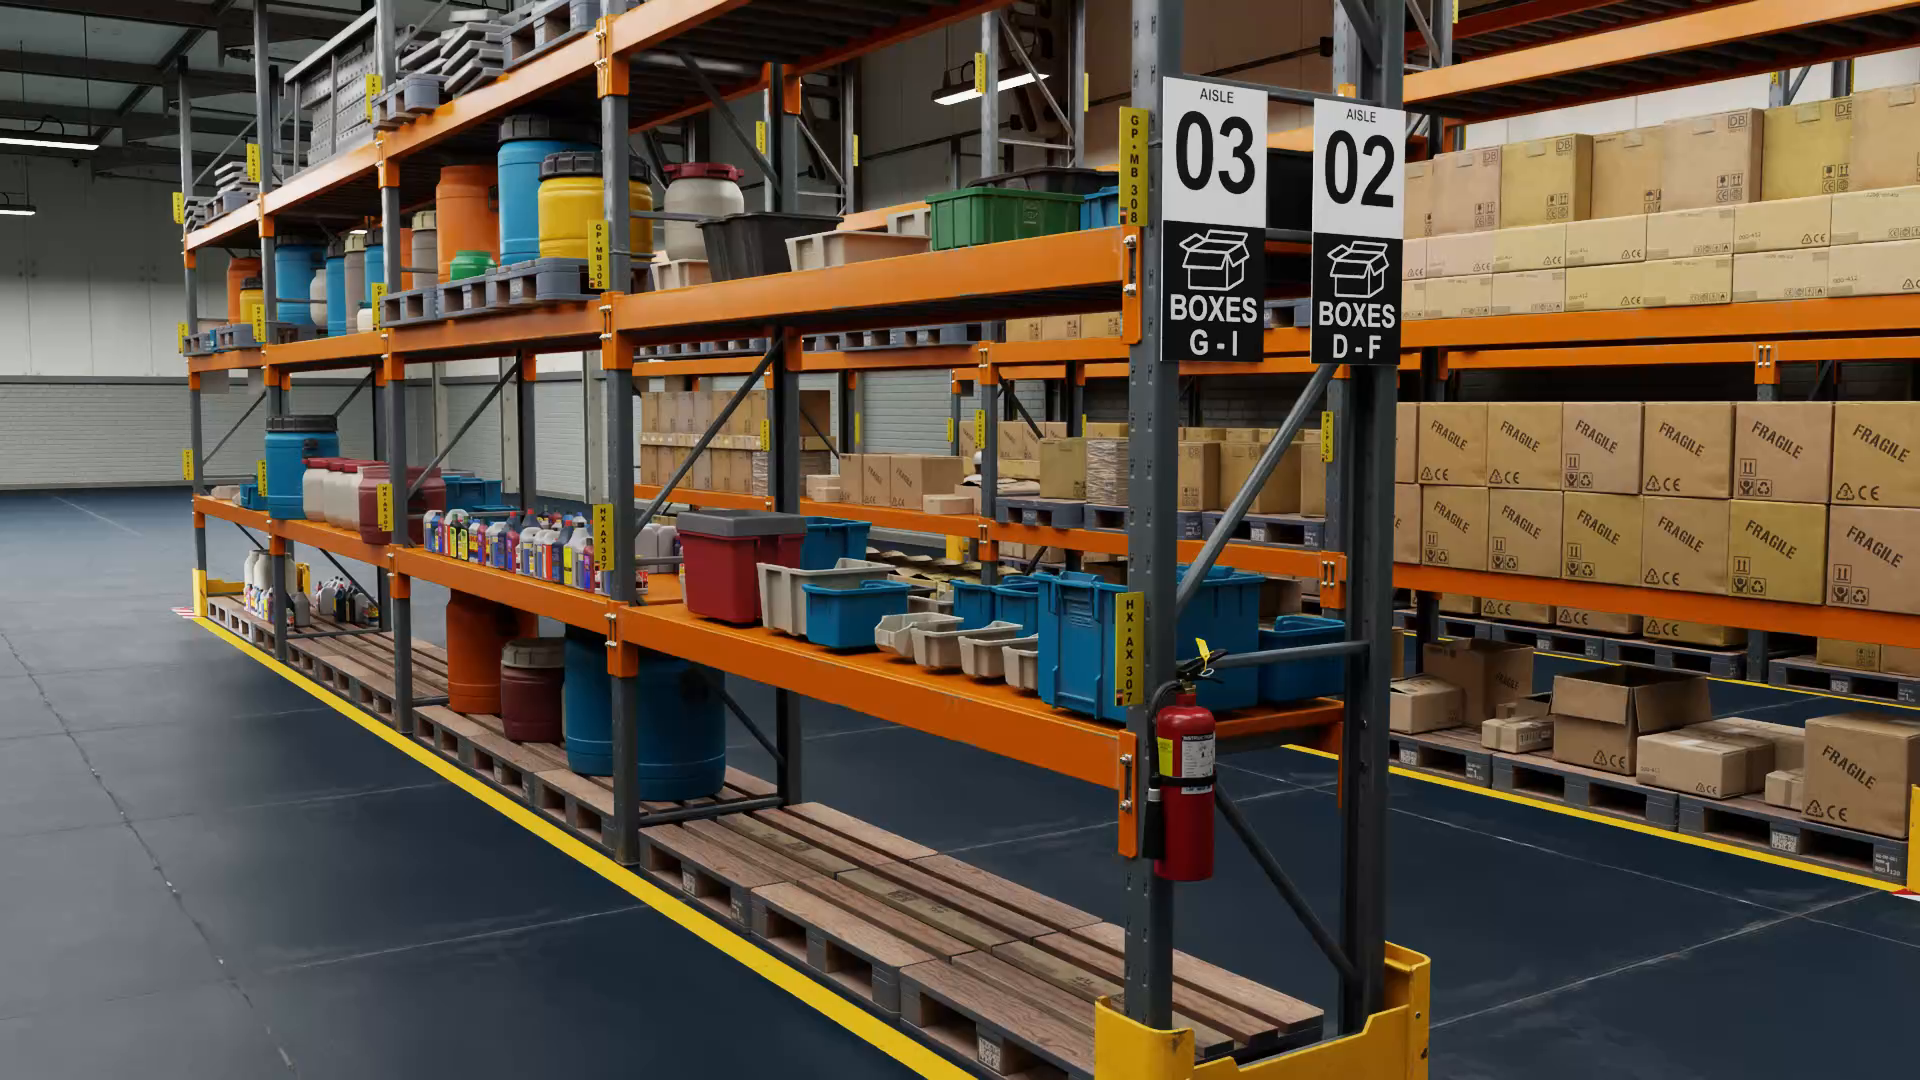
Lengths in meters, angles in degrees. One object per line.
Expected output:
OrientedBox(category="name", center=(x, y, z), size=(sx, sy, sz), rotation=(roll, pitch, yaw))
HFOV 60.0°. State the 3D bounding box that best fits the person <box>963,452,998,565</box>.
OrientedBox(category="person", center=(0.253, -0.076, 18.828), size=(0.470, 1.853, 0.570), rotation=(-3, 5, -32))
